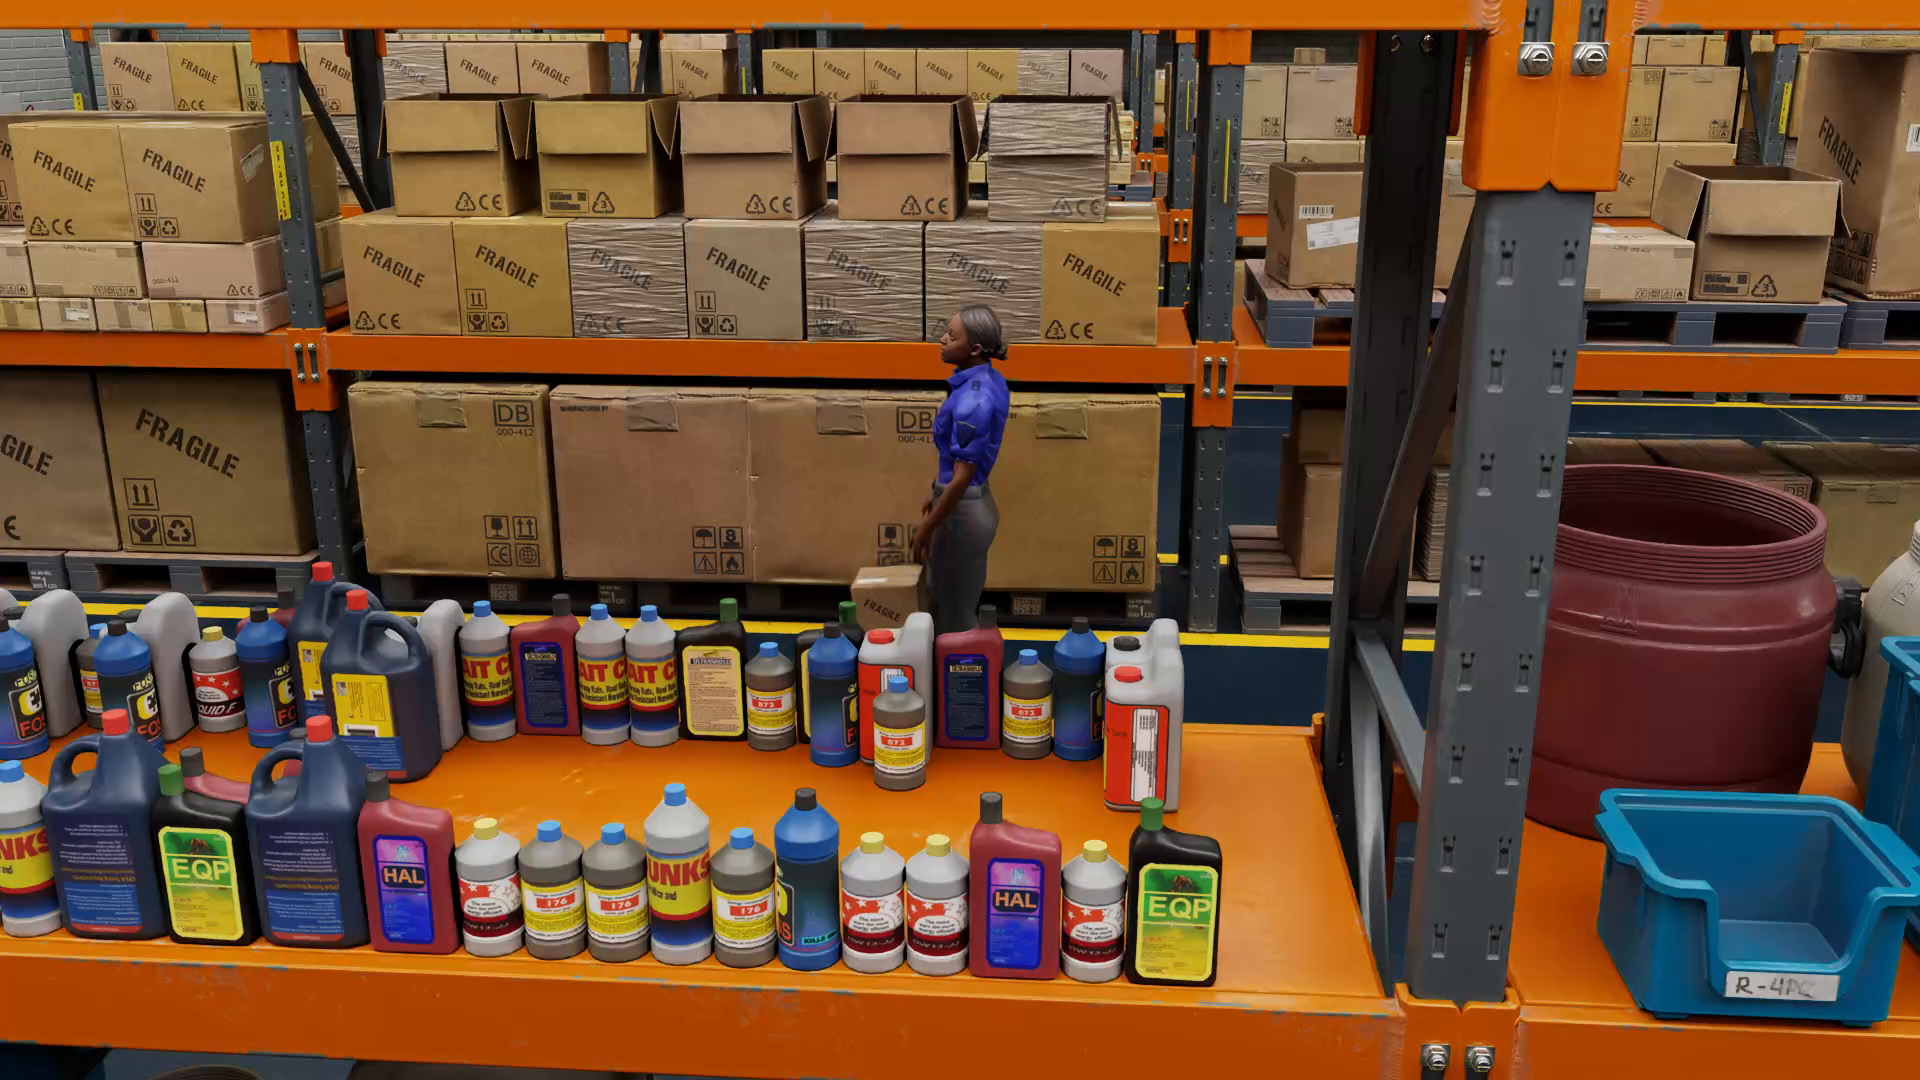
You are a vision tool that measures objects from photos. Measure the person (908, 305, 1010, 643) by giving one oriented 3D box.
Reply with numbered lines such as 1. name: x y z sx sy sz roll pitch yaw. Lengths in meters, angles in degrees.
1. person: -0.071 -0.072 6.261 0.502 1.654 0.547 2 18 7
